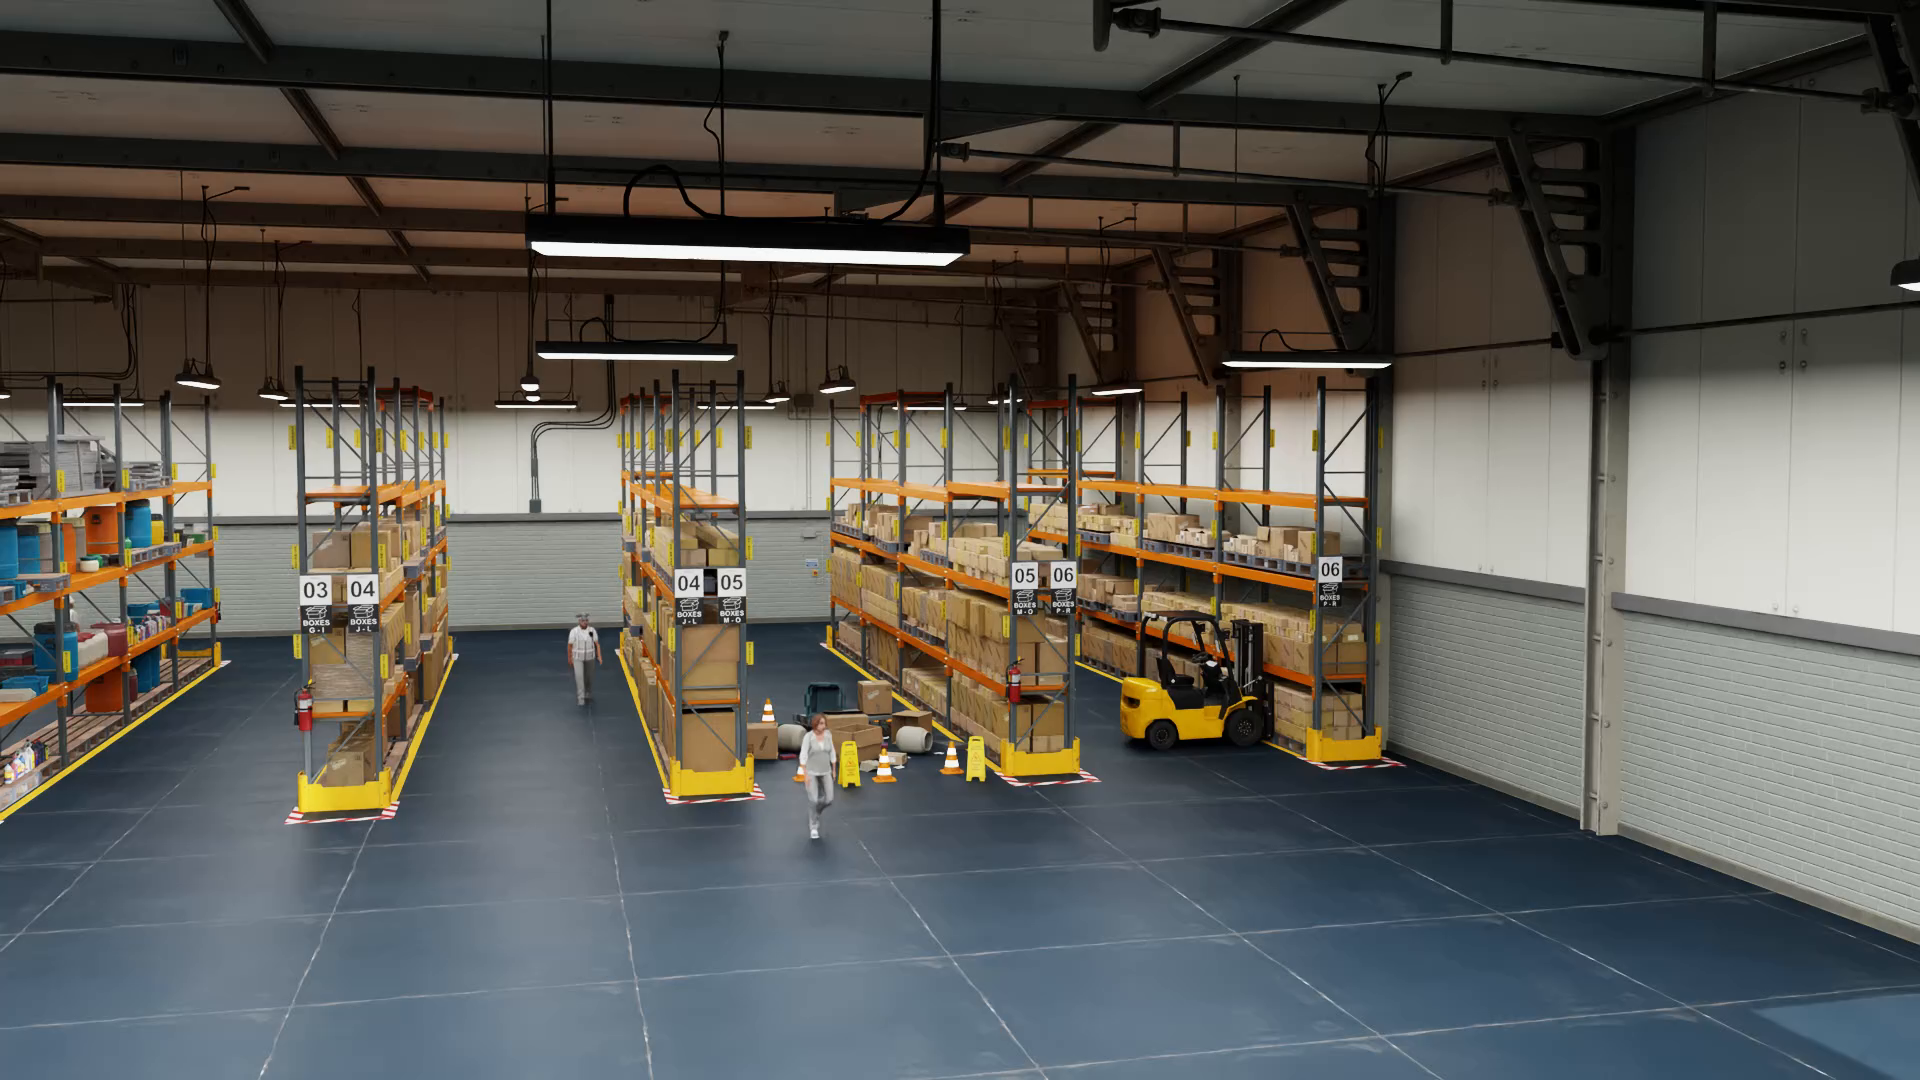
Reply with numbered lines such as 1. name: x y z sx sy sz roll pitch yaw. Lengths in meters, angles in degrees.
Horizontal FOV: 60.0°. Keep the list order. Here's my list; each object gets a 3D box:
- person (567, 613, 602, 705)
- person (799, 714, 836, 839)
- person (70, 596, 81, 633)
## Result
1. person: -7.148 2.238 31.662 0.628 1.706 1.067 -1 4 -16
2. person: -1.819 2.969 21.095 0.491 1.575 0.485 -1 4 -22
3. person: -18.520 2.057 34.530 0.596 1.786 0.512 1 4 19
